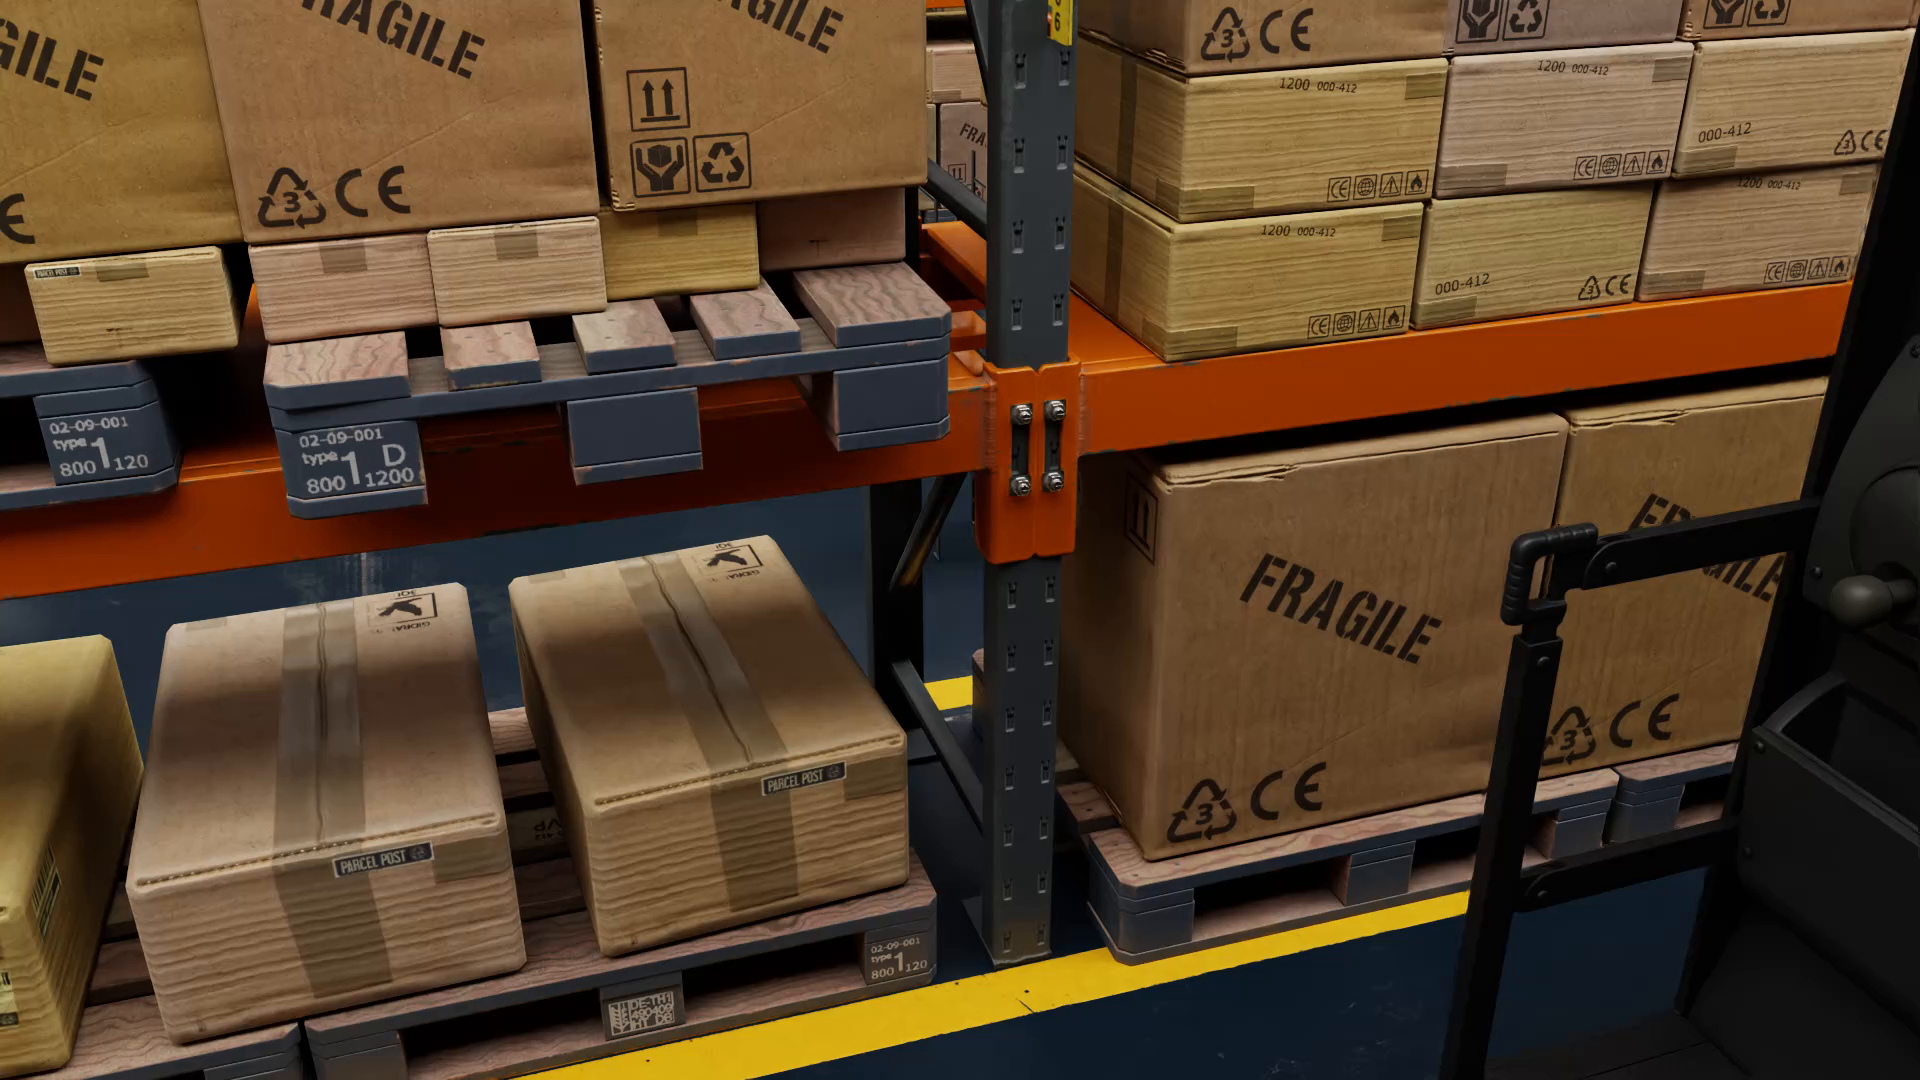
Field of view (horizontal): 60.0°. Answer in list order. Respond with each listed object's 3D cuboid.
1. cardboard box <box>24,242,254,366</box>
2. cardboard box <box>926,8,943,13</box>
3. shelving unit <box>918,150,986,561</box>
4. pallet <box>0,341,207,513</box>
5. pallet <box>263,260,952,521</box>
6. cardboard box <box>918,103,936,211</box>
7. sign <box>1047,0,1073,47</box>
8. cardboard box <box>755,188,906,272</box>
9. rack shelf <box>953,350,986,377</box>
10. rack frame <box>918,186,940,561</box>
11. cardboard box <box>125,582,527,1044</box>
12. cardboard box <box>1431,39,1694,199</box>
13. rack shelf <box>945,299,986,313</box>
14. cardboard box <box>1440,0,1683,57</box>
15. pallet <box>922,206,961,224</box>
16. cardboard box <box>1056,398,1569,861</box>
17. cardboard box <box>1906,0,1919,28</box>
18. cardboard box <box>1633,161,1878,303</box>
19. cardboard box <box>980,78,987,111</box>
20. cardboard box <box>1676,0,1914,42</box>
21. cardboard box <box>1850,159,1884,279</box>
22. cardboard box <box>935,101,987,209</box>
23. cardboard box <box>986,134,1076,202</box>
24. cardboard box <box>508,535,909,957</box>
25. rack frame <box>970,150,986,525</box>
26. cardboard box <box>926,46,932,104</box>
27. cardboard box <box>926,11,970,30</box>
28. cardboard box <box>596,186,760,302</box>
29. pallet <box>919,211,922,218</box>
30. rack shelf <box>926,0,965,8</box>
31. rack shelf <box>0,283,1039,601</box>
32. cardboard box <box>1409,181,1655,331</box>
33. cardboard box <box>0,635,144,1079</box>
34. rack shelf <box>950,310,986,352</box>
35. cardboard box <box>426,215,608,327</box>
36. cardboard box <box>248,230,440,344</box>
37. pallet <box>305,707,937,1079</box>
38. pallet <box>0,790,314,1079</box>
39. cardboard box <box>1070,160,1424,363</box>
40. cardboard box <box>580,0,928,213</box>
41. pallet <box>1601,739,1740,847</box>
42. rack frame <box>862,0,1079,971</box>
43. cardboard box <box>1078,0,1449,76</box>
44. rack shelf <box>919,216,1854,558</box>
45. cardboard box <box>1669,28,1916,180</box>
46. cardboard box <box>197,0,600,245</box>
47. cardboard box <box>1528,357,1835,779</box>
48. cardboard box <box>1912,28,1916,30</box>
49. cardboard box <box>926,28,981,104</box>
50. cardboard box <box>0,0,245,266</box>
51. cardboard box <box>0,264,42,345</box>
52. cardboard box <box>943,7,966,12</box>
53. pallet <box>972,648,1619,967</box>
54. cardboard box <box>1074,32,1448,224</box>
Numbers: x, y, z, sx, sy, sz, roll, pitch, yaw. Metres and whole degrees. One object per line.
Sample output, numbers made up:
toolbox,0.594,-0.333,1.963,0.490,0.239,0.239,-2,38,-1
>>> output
cardboard box,-1.219,-0.405,2.502,0.250,0.149,0.380,-8,27,-15
cardboard box,-0.740,-4.427,12.712,0.875,0.875,1.225,-9,28,-18
shelving unit,-0.014,-0.535,4.979,0.189,1.200,0.258,-8,28,-16
pallet,-1.893,-0.294,2.685,1.213,0.211,1.003,-8,28,-16
pallet,-0.668,-0.441,2.981,1.003,0.211,1.213,-8,28,-16
cardboard box,-0.423,-1.878,7.998,0.500,0.500,0.500,-8,27,-15
sign,0.154,-0.925,2.527,0.005,0.325,0.100,-8,28,-16
cardboard box,-0.262,-0.601,2.898,0.250,0.149,0.380,-7,27,-14
rack shelf,-0.014,-0.496,4.999,0.180,0.103,0.258,-8,28,-16
rack frame,-0.101,-0.523,4.954,0.006,1.200,0.240,-8,28,-16
cardboard box,-1.263,0.497,3.358,0.625,0.372,0.950,-9,28,-17
cardboard box,1.027,-0.863,3.221,0.500,0.250,0.500,-8,27,-15
rack shelf,-0.014,-0.711,4.892,0.180,0.103,0.258,-8,28,-16
cardboard box,0.990,-1.200,3.056,0.500,0.500,0.500,-8,28,-16
pallet,0.249,-1.774,8.585,1.213,0.211,1.003,-8,28,-16
cardboard box,0.659,0.033,3.726,0.875,0.875,0.875,-8,28,-17
cardboard box,1.968,-1.332,3.324,0.500,0.500,0.500,-8,27,-15
cardboard box,1.504,-0.712,3.479,0.500,0.250,0.500,-7,27,-14
cardboard box,0.359,-1.001,3.500,0.500,0.250,0.500,-8,28,-16
cardboard box,1.487,-1.264,3.187,0.500,0.500,0.500,-7,27,-15
cardboard box,1.972,-0.781,3.619,0.500,0.250,0.500,-8,28,-16
cardboard box,0.063,-1.951,8.144,0.500,0.500,0.500,-9,28,-17
cardboard box,0.377,-0.782,3.621,0.500,0.250,0.500,-9,28,-18
cardboard box,-0.563,0.392,3.569,0.625,0.372,0.950,-10,28,-20
rack frame,0.073,-0.548,5.005,0.006,1.200,0.240,-8,28,-16
cardboard box,-0.439,-2.216,7.836,0.500,0.250,0.500,-9,28,-17
cardboard box,-0.118,-2.496,8.400,0.500,0.250,0.500,-8,27,-15
cardboard box,-0.494,-0.534,2.762,0.250,0.149,0.380,-8,27,-15
pallet,-0.909,-1.607,8.250,1.213,0.211,1.003,-8,28,-16
rack shelf,0.250,-2.702,8.129,4.000,0.370,1.077,-8,28,-16
rack shelf,-1.925,-0.073,2.832,4.000,0.370,1.077,-8,28,-16
cardboard box,1.003,-0.642,3.339,0.500,0.250,0.500,-9,28,-18
cardboard box,-1.985,0.599,3.152,0.625,0.372,0.950,-7,27,-14
rack shelf,-0.014,-0.603,4.946,0.180,0.103,0.258,-8,28,-16
cardboard box,-0.720,-0.480,2.654,0.250,0.149,0.380,-8,28,-17
cardboard box,-0.962,-0.449,2.591,0.250,0.149,0.380,-10,28,-19
pallet,-0.767,0.686,3.631,1.213,0.211,1.003,-8,28,-16
pallet,-1.925,0.852,3.296,1.213,0.211,1.003,-8,28,-16
cardboard box,0.520,-0.564,3.181,0.500,0.250,0.500,-9,28,-17
cardboard box,-0.369,-0.856,2.682,0.500,0.500,0.500,-9,28,-18
pallet,1.908,0.336,4.336,1.213,0.211,1.003,-8,28,-16
rack frame,-0.023,-0.670,3.227,0.127,3.000,1.000,-8,28,-16
cardboard box,0.522,-1.127,2.911,0.500,0.500,0.500,-9,28,-18
rack shelf,1.879,-0.623,3.941,4.000,0.370,1.077,-8,28,-16
cardboard box,1.505,-0.926,3.349,0.500,0.250,0.500,-8,28,-16
cardboard box,-0.857,-0.780,2.529,0.500,0.500,0.500,-9,28,-17
cardboard box,1.509,-0.088,3.970,0.875,0.875,0.875,-8,27,-15
cardboard box,1.991,-0.991,3.479,0.500,0.250,0.500,-8,27,-15
cardboard box,0.035,-2.279,7.962,0.500,0.250,0.500,-8,28,-16
cardboard box,-1.337,-0.710,2.388,0.500,0.500,0.500,-10,28,-20
cardboard box,-1.497,-0.424,2.540,0.250,0.149,0.380,-8,28,-16
cardboard box,0.109,-4.551,12.961,0.875,0.875,1.225,-8,28,-16
pallet,0.750,0.502,4.001,1.213,0.211,1.003,-8,28,-16
cardboard box,0.535,-0.792,3.079,0.500,0.250,0.500,-8,28,-16
